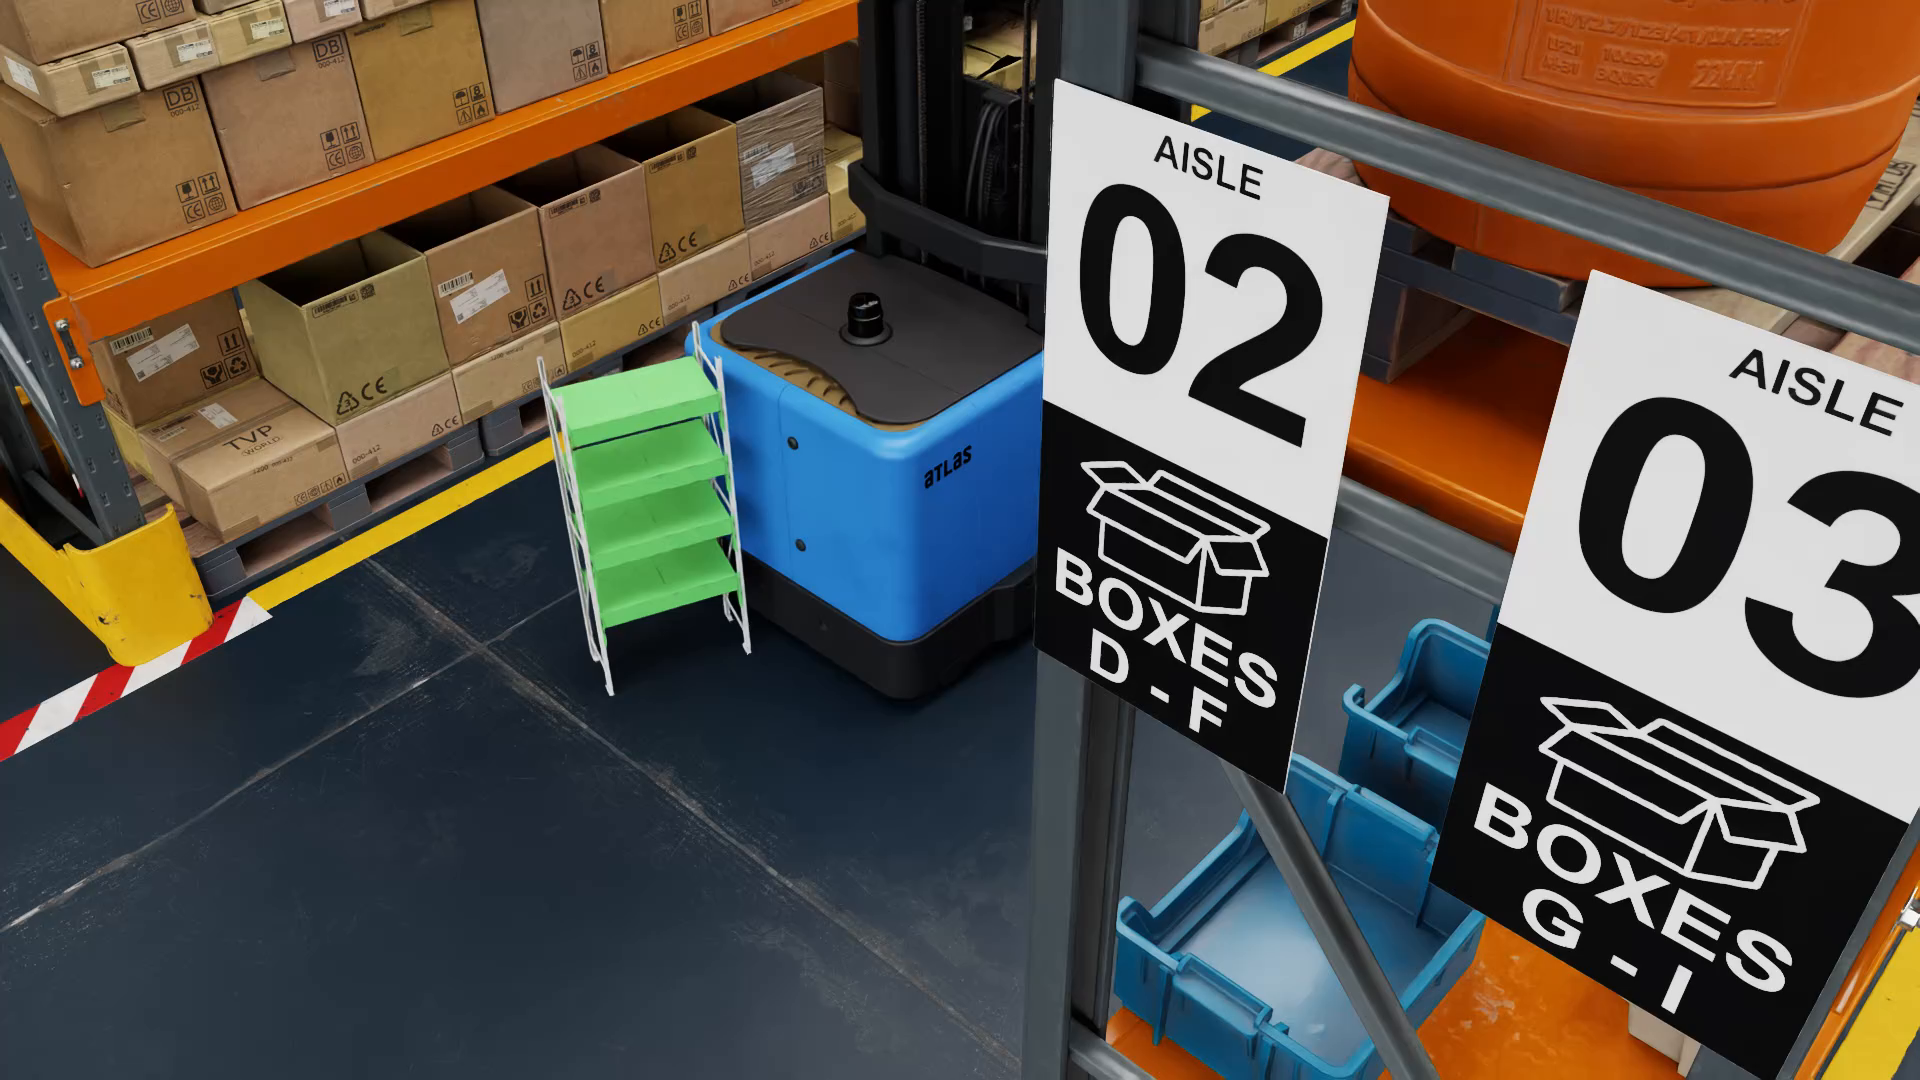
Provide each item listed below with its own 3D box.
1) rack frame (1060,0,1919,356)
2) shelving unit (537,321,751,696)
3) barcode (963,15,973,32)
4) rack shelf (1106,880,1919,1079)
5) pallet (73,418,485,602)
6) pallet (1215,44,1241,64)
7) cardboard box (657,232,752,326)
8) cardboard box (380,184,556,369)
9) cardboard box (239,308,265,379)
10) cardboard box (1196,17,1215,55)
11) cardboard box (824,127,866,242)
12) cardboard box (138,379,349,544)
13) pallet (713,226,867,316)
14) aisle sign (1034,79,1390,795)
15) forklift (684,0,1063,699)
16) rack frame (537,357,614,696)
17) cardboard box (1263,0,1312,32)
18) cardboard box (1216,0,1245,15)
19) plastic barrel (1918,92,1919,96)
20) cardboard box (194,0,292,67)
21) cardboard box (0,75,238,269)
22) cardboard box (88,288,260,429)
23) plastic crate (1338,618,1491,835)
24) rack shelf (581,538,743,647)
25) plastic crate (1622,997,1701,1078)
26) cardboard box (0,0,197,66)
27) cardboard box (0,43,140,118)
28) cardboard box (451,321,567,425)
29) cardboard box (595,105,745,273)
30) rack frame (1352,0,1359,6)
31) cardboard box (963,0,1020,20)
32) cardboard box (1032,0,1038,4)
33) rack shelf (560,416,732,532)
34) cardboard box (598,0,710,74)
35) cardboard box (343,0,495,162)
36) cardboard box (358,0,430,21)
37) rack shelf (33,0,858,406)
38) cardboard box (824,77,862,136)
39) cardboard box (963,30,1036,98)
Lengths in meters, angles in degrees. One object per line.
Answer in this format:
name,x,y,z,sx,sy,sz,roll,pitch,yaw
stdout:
rack frame,0.512,-1.324,0.685,1.000,3.000,0.127,30,47,32
shelving unit,-0.999,-0.078,5.383,0.503,1.200,0.258,-16,41,-20
barcode,0.036,-2.407,7.751,0.001,0.075,0.075,30,47,32
rack shelf,1.861,0.387,3.932,1.077,0.370,4.000,30,47,32
pallet,-2.657,-0.335,6.502,1.003,0.211,1.213,30,47,32
pallet,0.848,-2.722,9.503,1.003,0.211,1.213,30,47,32
cardboard box,-1.266,-1.217,7.242,0.500,0.250,0.500,30,47,32
cardboard box,-1.952,-1.058,6.439,0.500,0.500,0.500,30,47,32
cardboard box,-2.670,-0.751,6.656,0.500,0.250,0.500,30,47,32
cardboard box,1.049,-2.771,9.197,0.500,0.250,0.500,31,48,33
cardboard box,-0.595,-1.679,7.823,0.500,0.250,0.500,30,47,32
cardboard box,-2.616,-0.299,6.087,0.500,0.250,0.500,30,47,32
pallet,-1.011,-1.456,7.911,1.003,0.211,1.213,30,47,32
aisle sign,0.244,-0.085,1.858,0.394,0.787,0.004,30,47,32
forklift,0.453,-1.456,5.726,1.130,2.935,3.031,30,47,32
rack frame,-1.219,-0.013,5.300,0.015,1.200,0.240,-16,41,-20
cardboard box,1.735,-3.239,9.785,0.500,0.250,0.500,29,47,31
cardboard box,1.395,-3.224,9.316,0.500,0.311,0.500,29,47,32
plastic barrel,1.187,-0.965,2.155,0.600,0.588,0.600,0,38,0
cardboard box,-2.373,-1.677,5.347,0.380,0.149,0.250,30,47,32
cardboard box,-2.817,-1.306,5.402,0.700,0.500,0.500,30,47,32
cardboard box,-3.000,-0.811,6.129,0.500,0.500,0.500,30,47,32
plastic crate,1.071,0.431,3.418,0.499,0.251,0.408,30,47,32
rack shelf,-1.000,0.159,5.572,0.480,0.148,0.258,-16,41,-20
plastic crate,1.353,0.851,2.981,0.298,0.136,0.250,30,47,32
cardboard box,-2.782,-1.838,5.029,0.700,0.500,0.500,30,47,32
cardboard box,-2.718,-1.440,5.050,0.380,0.149,0.250,29,47,32
cardboard box,-1.944,-0.759,6.667,0.500,0.250,0.500,30,47,32
cardboard box,-1.275,-1.516,7.016,0.500,0.500,0.500,30,47,32
rack frame,2.255,-4.733,9.792,1.000,3.000,0.127,30,47,32
cardboard box,-0.035,-2.751,8.721,0.500,0.311,0.500,31,48,33
cardboard box,0.709,-2.754,8.725,0.500,0.311,0.500,28,46,31
rack shelf,-0.998,-0.216,5.273,0.480,0.148,0.258,-16,41,-20
cardboard box,-1.430,-2.254,6.594,0.700,0.500,0.500,30,48,32
cardboard box,-2.127,-1.775,5.991,0.700,0.500,0.500,30,47,32
cardboard box,-2.023,-1.915,5.647,0.380,0.149,0.250,28,46,31
rack shelf,-1.793,-1.695,6.549,1.077,0.370,4.000,30,47,32
cardboard box,-0.377,-2.296,8.599,0.500,0.250,0.500,29,47,31
cardboard box,0.019,-2.288,8.139,0.500,0.311,0.500,30,47,32
